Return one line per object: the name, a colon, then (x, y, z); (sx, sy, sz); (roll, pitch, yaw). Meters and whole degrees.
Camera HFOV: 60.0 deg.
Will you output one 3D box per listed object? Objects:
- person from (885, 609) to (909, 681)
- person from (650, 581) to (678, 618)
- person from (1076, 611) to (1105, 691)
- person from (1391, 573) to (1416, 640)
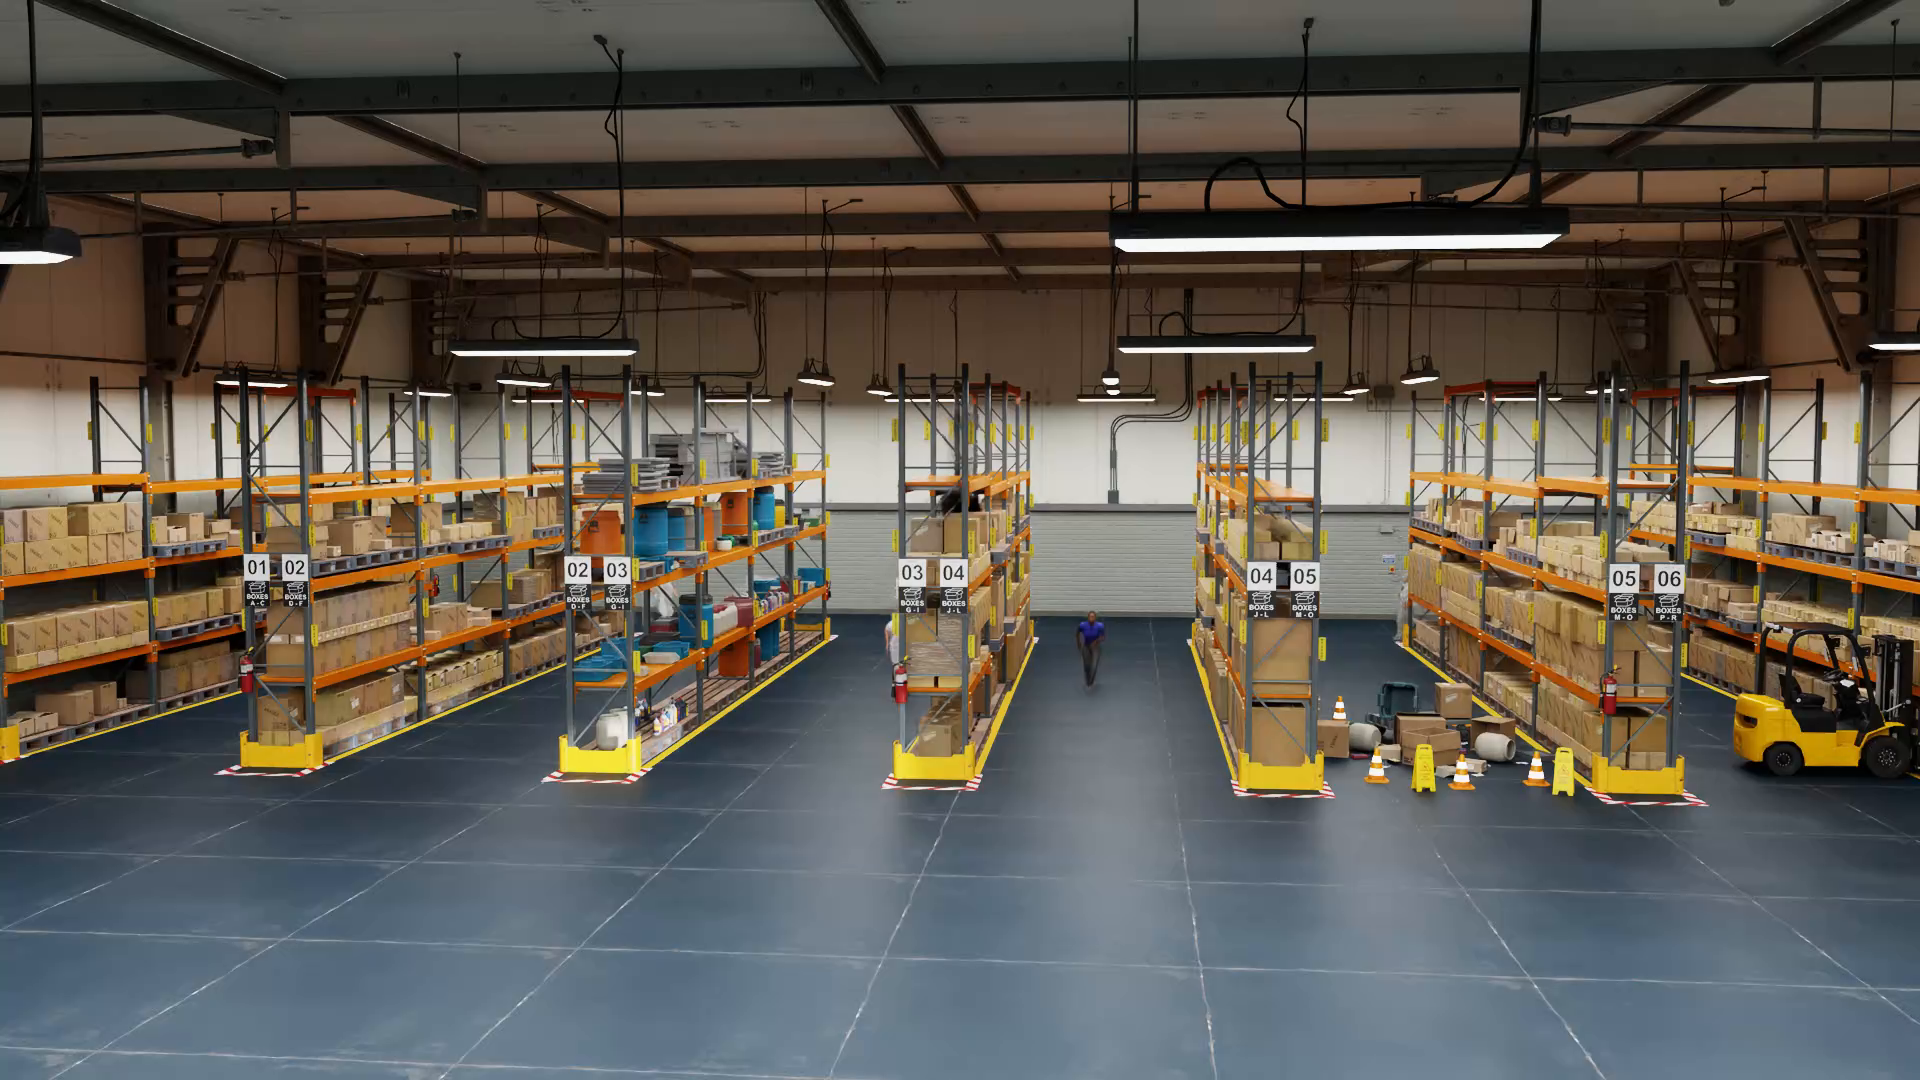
person: (-1.082, 2.131, 31.380); (0.673, 1.785, 0.901); (0, 4, 1)
person: (-7.321, 1.498, 41.112); (0.655, 1.762, 0.771); (-2, 4, -27)
person: (2.535, 2.164, 32.261); (0.562, 1.569, 0.677); (0, 4, 1)
person: (10.855, 1.611, 40.212); (0.797, 1.659, 0.683); (1, 4, 13)
